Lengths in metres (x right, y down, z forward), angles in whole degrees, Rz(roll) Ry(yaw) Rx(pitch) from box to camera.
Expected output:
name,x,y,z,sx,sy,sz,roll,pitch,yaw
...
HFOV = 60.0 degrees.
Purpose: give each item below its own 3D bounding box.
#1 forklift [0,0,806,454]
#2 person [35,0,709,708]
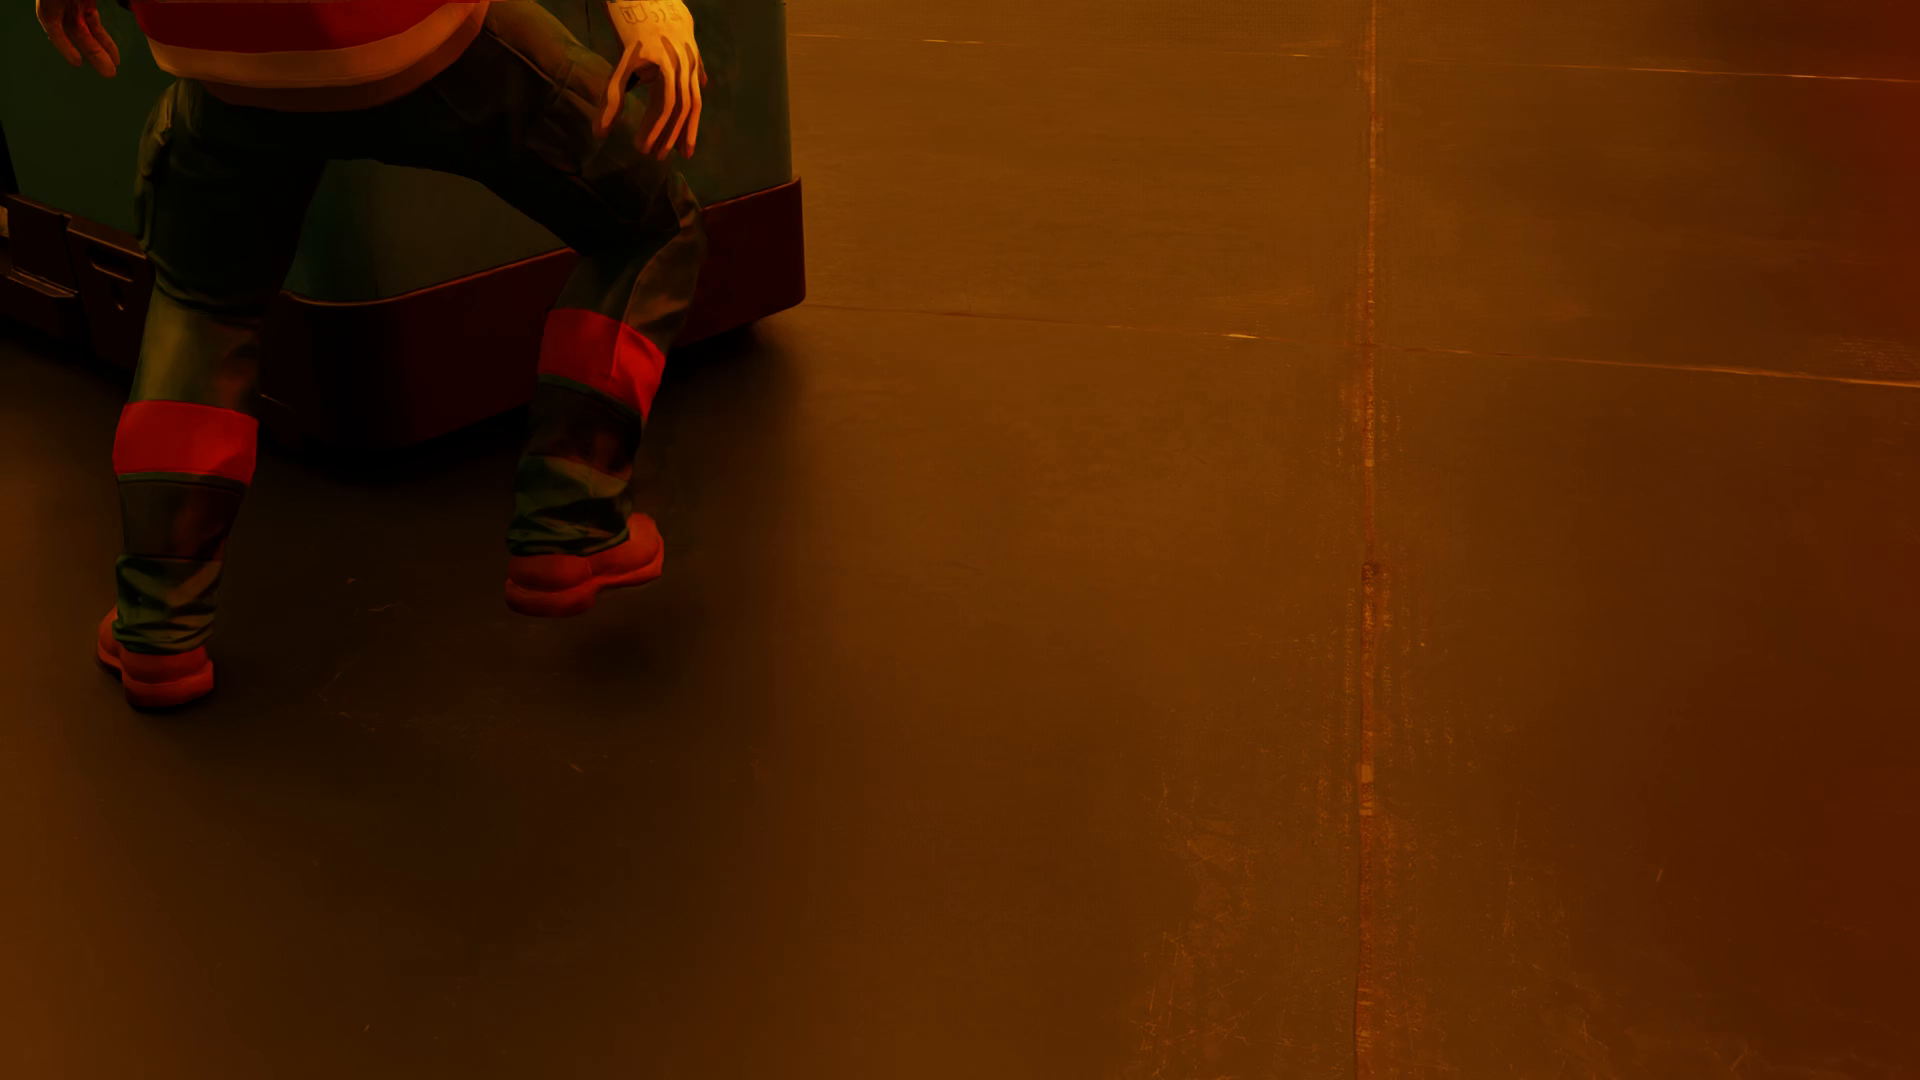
name,x,y,z,sx,sy,sz,roll,pitch,yaw
forklift,-1.772,-1.976,3.163,3.031,2.935,1.130,20,33,34
person,-0.733,-0.622,1.902,0.968,1.669,0.600,8,28,16
